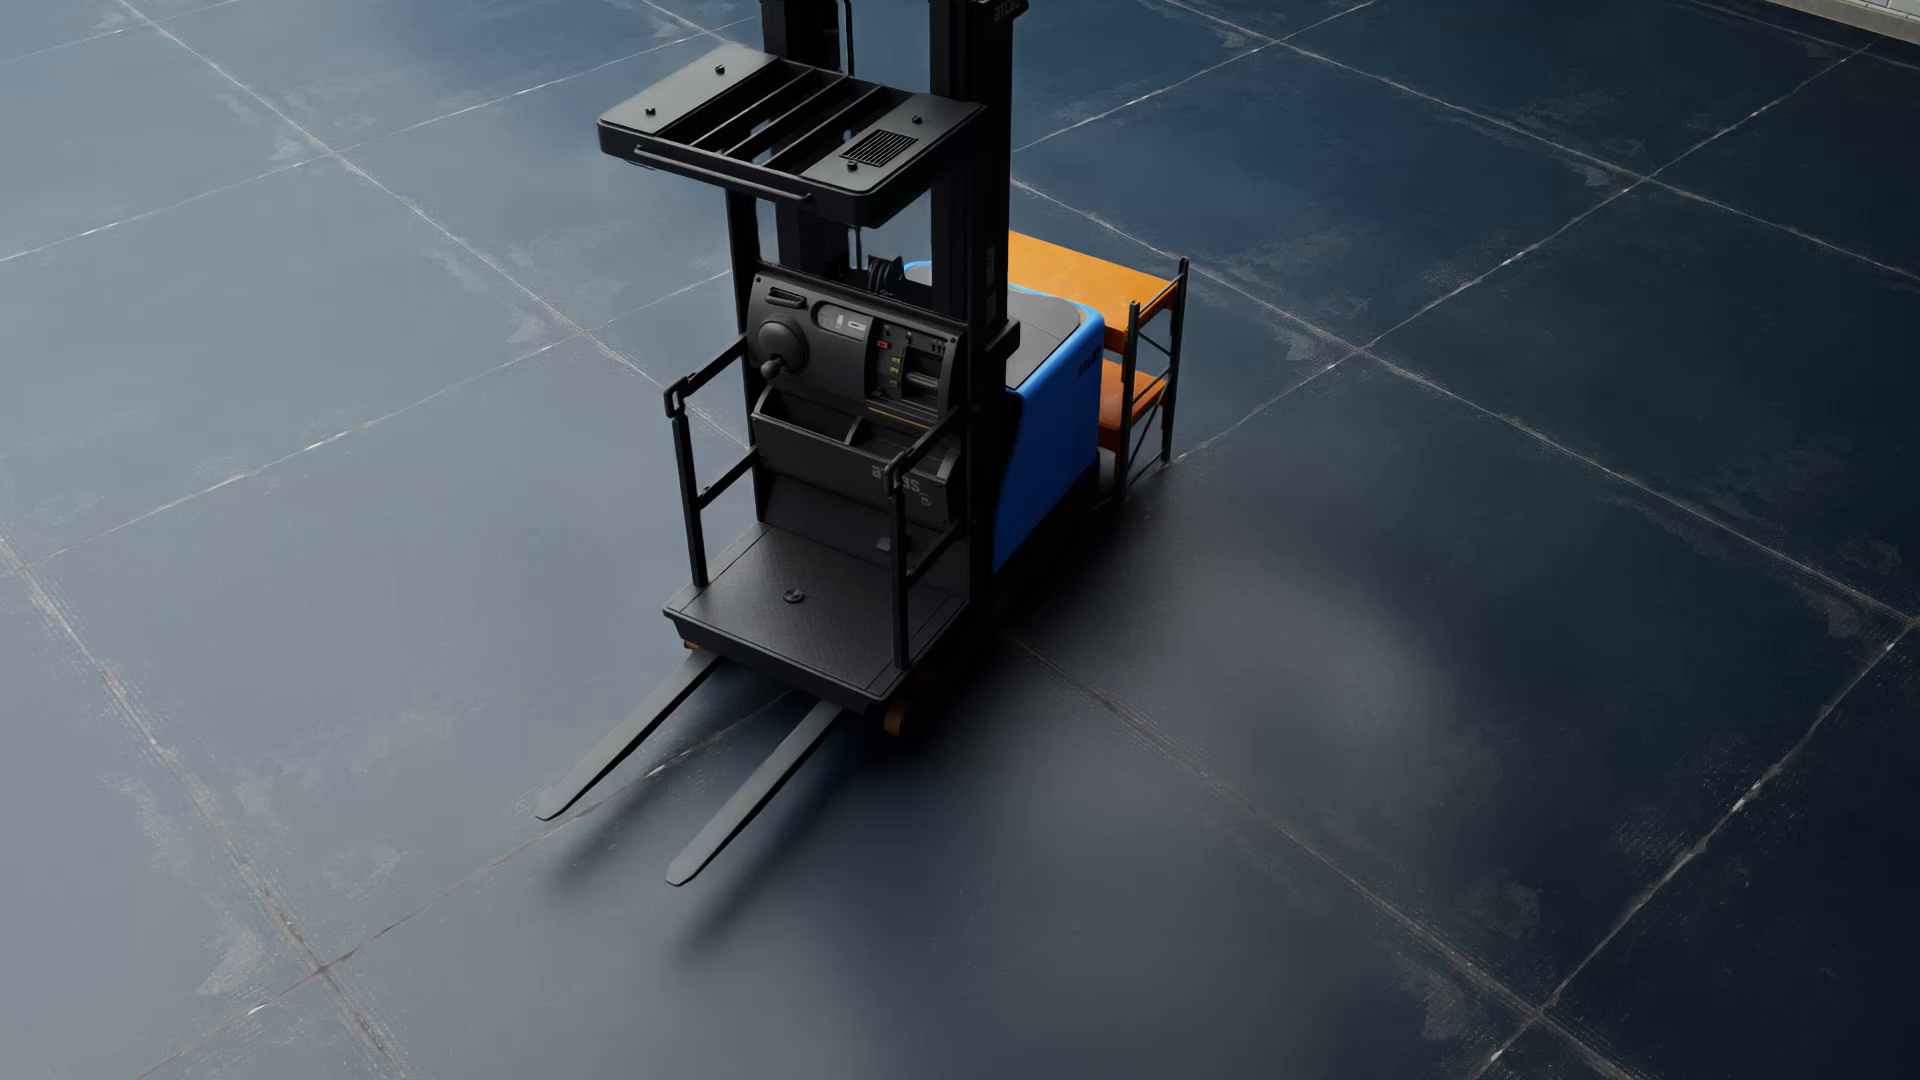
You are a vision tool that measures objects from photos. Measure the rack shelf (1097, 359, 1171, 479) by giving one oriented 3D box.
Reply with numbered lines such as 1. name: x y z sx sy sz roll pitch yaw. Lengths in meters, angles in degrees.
1. rack shelf: 0.468 -0.705 8.117 1.000 0.278 0.538 23 44 26

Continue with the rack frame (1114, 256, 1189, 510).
1. rack frame: 0.889 -0.717 7.743 0.032 1.125 0.500 23 44 26

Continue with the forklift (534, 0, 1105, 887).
1. forklift: -0.525 -0.668 6.245 1.130 2.935 3.031 20 43 23

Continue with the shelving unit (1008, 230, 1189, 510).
1. shelving unit: 0.468 -0.895 7.963 1.048 1.125 0.538 23 44 26

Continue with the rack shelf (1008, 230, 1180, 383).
1. rack shelf: 0.468 -1.123 7.780 1.000 0.278 0.538 23 44 26
